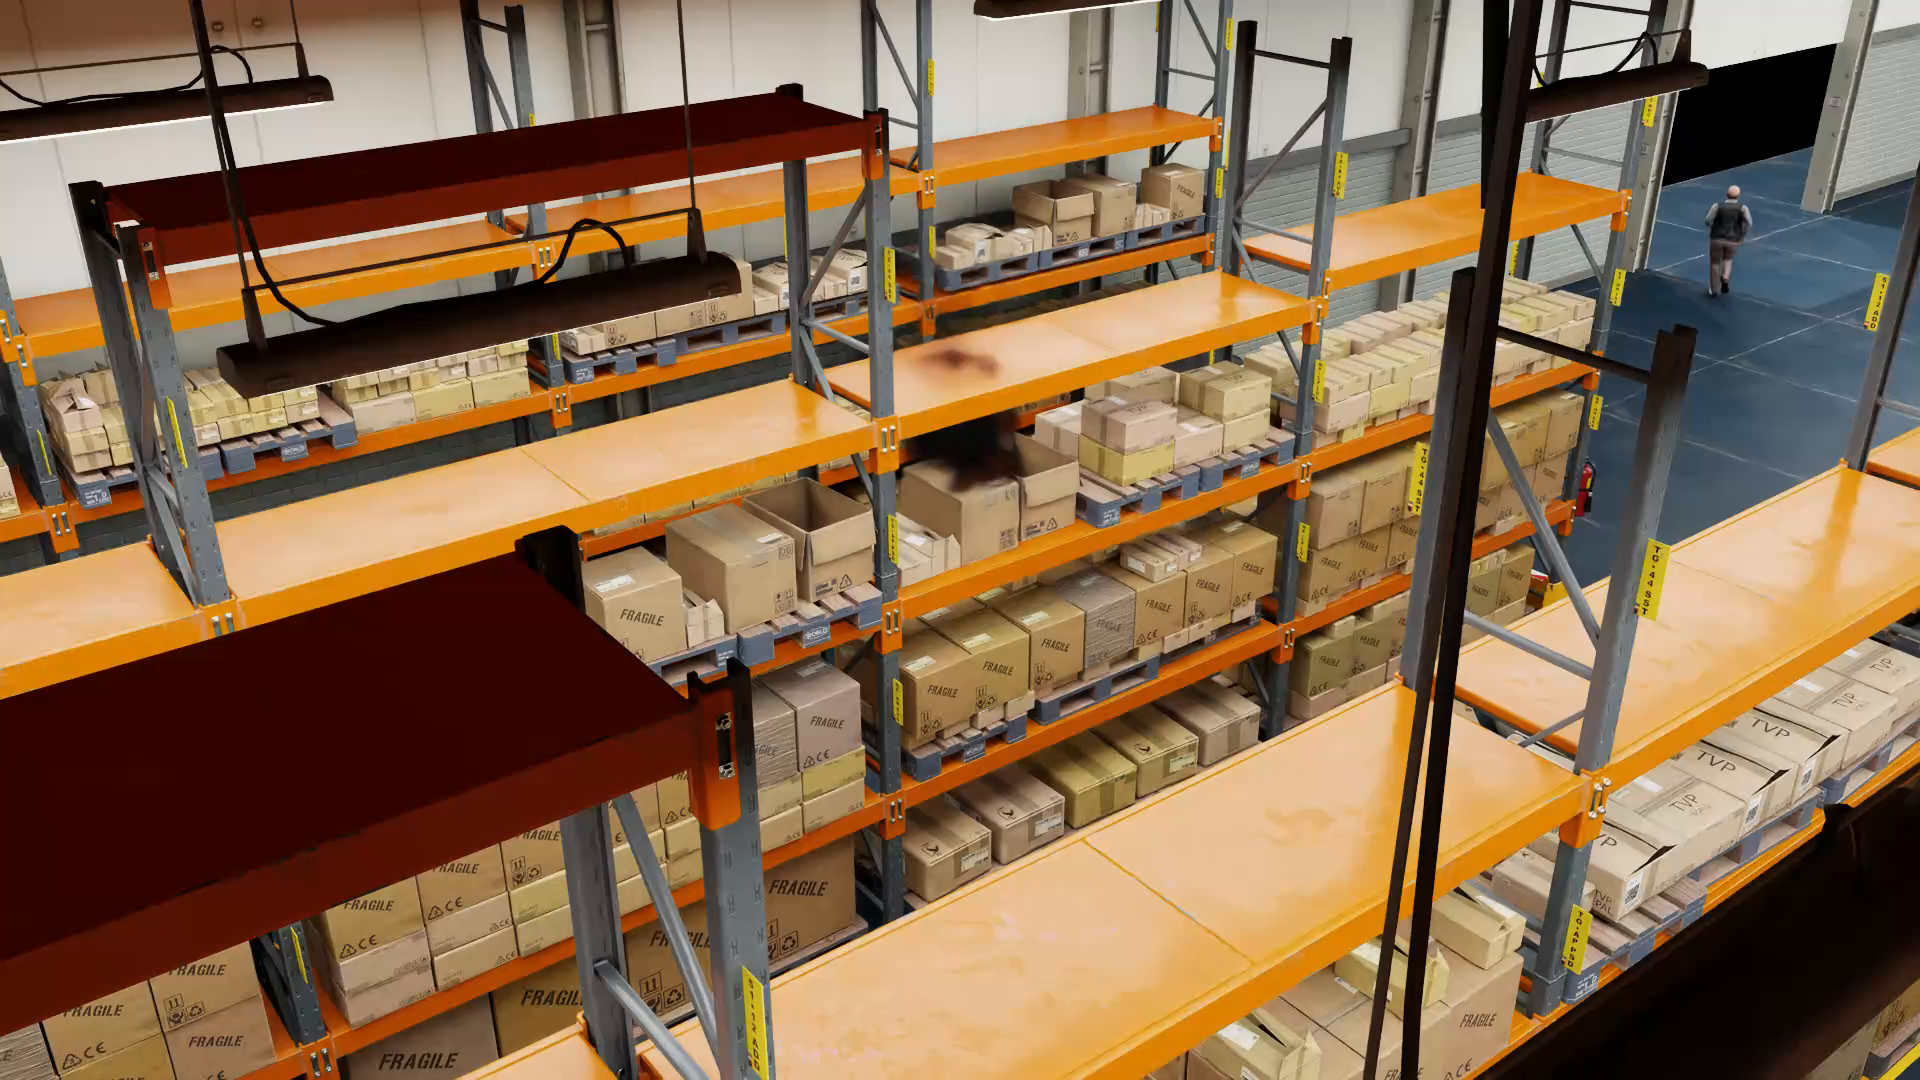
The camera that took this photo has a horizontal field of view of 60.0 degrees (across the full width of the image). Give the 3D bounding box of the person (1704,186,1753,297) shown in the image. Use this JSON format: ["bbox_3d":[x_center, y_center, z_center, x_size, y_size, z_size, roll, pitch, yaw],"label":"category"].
[{"bbox_3d":[11.774,-4.629,25.634,0.667,1.688,0.601,8,27,15],"label":"person"}]
